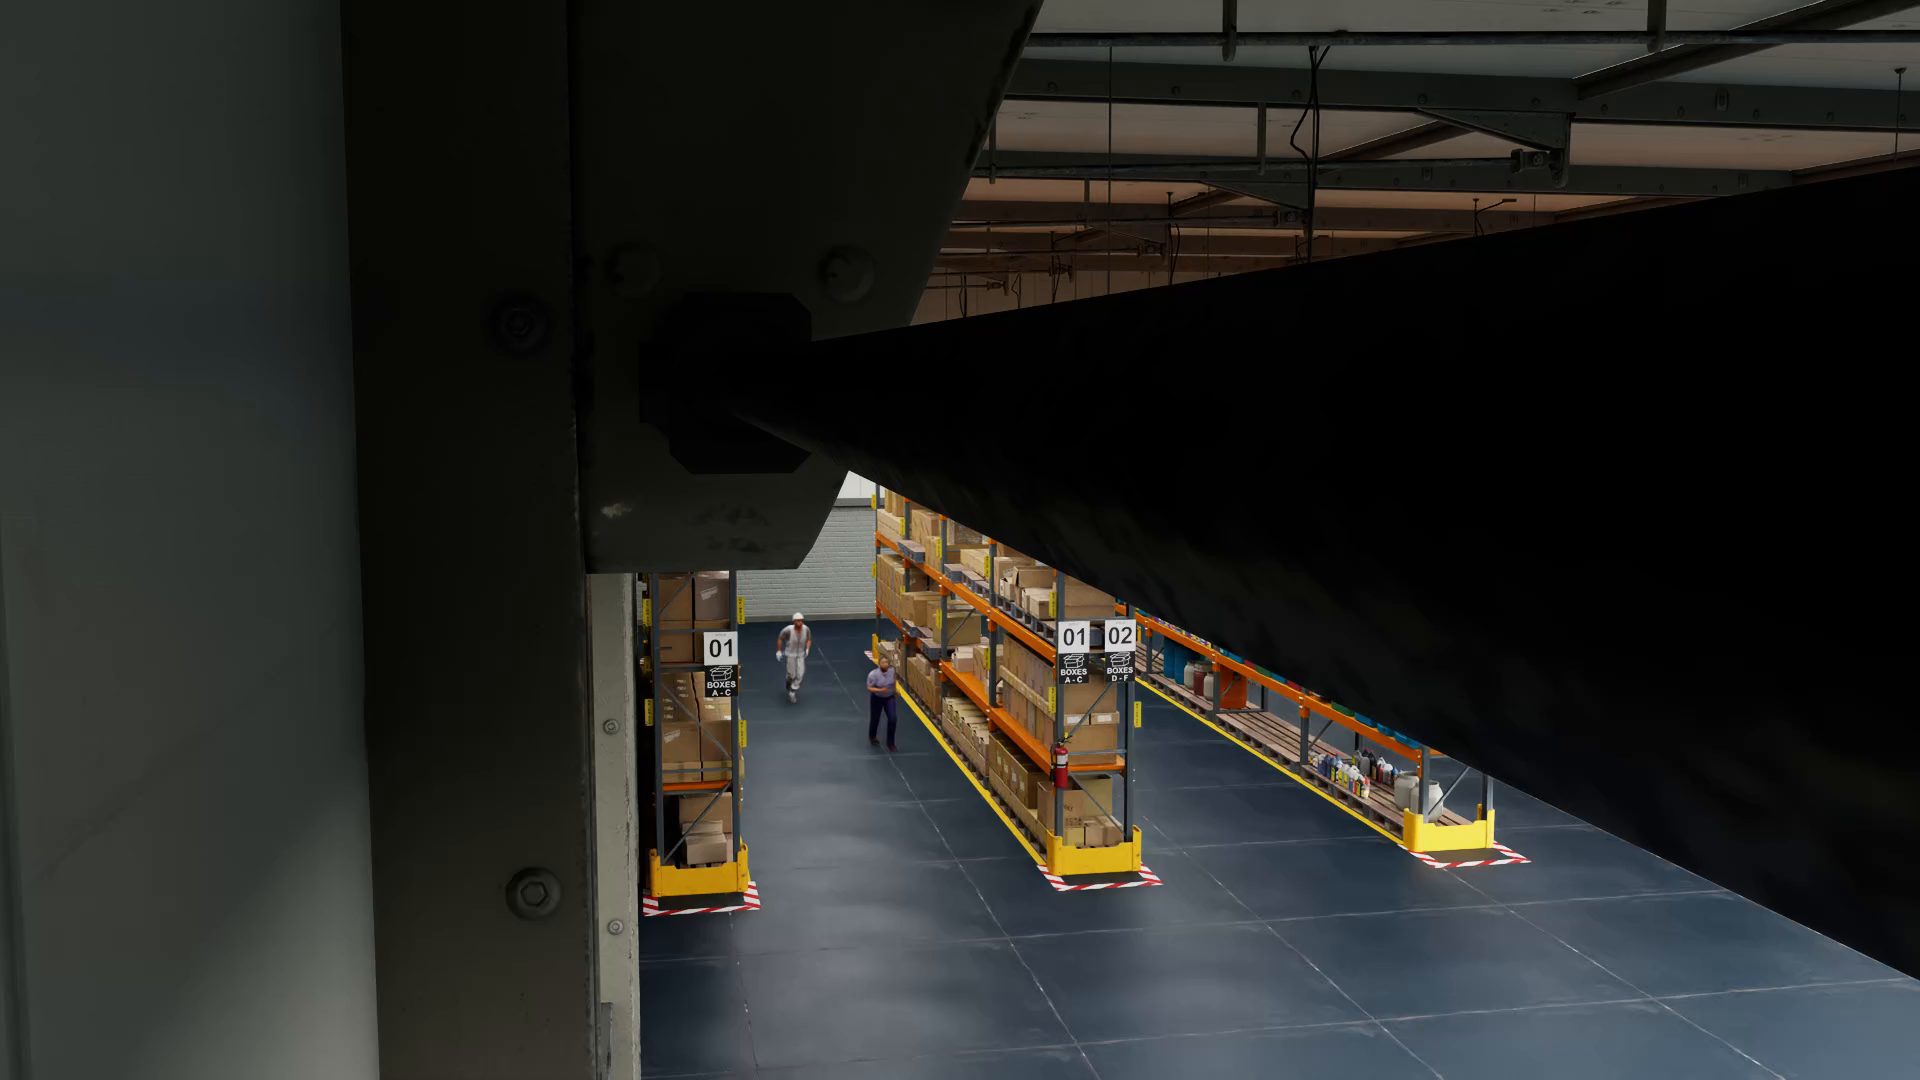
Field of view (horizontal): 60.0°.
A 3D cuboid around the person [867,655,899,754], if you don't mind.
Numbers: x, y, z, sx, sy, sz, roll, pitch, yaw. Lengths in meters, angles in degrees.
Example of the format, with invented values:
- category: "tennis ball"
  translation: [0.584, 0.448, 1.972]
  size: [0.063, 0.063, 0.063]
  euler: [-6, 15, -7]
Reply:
- category: "person"
  translation: [-1.292, 2.698, 27.692]
  size: [0.603, 1.627, 0.946]
  euler: [-2, 6, -17]

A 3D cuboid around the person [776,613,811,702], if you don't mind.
- category: "person"
  translation: [-3.169, 2.221, 31.794]
  size: [0.665, 1.714, 0.697]
  euler: [-3, 7, -28]

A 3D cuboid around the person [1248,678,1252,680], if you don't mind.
- category: "person"
  translation: [6.025, 2.219, 33.200]
  size: [0.603, 1.477, 1.065]
  euler: [0, 6, -4]
